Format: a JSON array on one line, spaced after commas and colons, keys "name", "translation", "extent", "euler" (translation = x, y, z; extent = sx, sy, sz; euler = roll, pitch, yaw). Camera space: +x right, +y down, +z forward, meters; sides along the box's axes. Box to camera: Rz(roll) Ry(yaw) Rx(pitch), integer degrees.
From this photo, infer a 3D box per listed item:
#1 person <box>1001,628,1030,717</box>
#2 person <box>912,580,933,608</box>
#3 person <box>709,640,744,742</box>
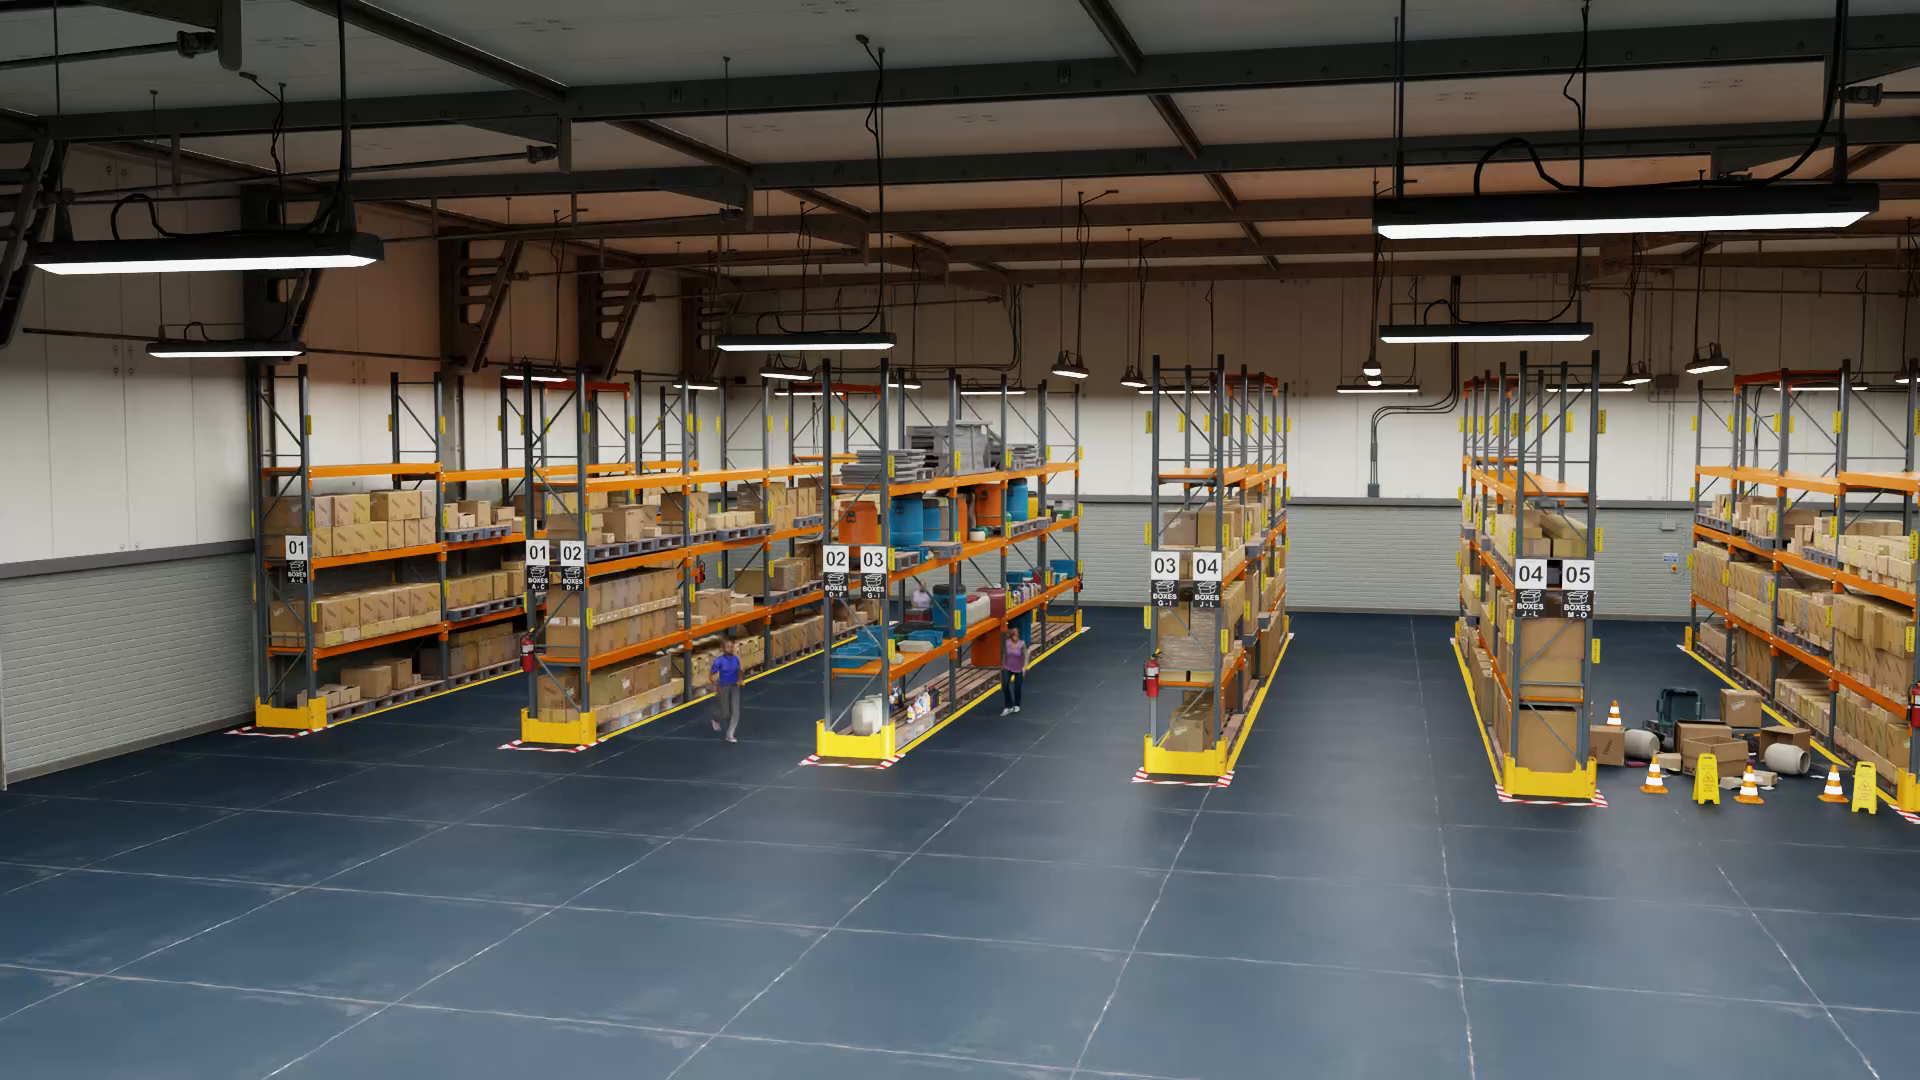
[{"name": "person", "translation": [0.957, 2.258, 28.711], "extent": [0.522, 1.528, 0.736], "euler": [1, 4, 9]}, {"name": "person", "translation": [-0.804, 1.707, 36.089], "extent": [0.598, 1.683, 0.699], "euler": [1, 4, 11]}, {"name": "person", "translation": [-3.714, 2.392, 26.432], "extent": [0.587, 1.596, 0.653], "euler": [-3, 5, -35]}]
